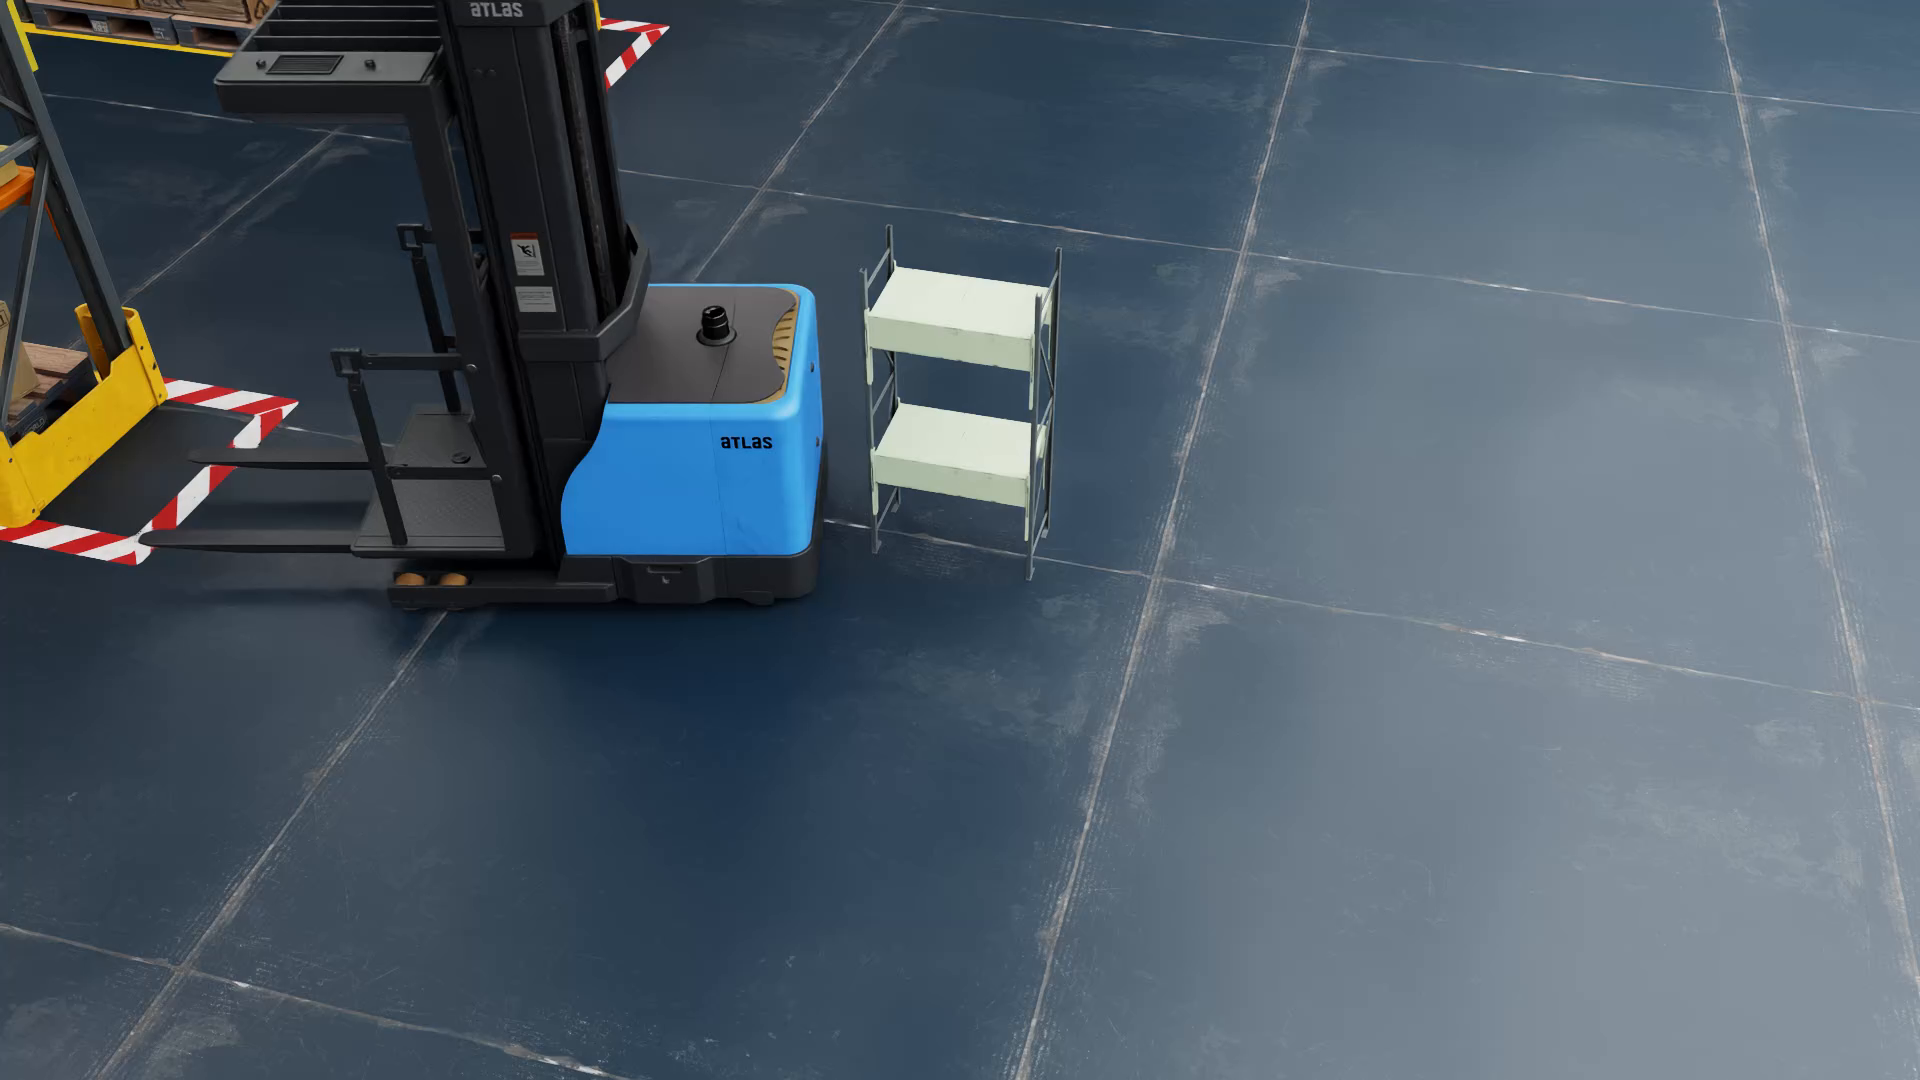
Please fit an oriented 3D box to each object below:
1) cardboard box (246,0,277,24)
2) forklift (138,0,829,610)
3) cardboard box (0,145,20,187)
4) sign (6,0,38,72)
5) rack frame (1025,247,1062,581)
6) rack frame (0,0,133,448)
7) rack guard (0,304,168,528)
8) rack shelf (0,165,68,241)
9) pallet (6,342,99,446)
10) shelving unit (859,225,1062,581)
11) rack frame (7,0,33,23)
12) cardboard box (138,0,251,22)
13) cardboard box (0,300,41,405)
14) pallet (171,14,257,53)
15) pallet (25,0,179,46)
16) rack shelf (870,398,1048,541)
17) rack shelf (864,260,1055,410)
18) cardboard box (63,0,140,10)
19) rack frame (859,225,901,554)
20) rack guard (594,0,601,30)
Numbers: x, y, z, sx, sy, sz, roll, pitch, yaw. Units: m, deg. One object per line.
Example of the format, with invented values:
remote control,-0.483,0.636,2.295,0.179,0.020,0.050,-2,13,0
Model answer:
cardboard box,-4.499,-4.203,11.772,0.875,0.875,0.875,9,41,11
forklift,-2.155,-1.151,6.866,3.031,2.935,1.130,0,40,0
cardboard box,-4.570,-1.674,7.630,0.250,0.149,0.380,10,41,11
sign,-4.216,-2.243,7.440,0.005,0.325,0.100,10,41,11
rack frame,0.360,-0.512,7.218,0.023,1.500,0.400,10,41,11
rack frame,-4.356,-1.574,7.317,0.127,3.000,1.000,10,41,11
rack guard,-4.429,-0.630,8.136,0.348,0.500,1.175,10,41,11
rack shelf,-6.288,-1.631,7.944,4.000,0.370,1.077,10,41,11
pallet,-5.205,-0.676,8.415,1.213,0.211,1.003,10,41,11
shelving unit,0.006,-0.573,7.291,0.755,1.500,0.431,10,41,11
rack frame,-6.840,-5.304,11.757,0.127,3.000,1.000,10,41,11
cardboard box,-5.379,-4.356,11.954,0.875,0.875,0.875,10,41,12
cardboard box,-4.955,-0.892,8.121,0.500,0.500,0.500,17,43,19
pallet,-4.944,-3.859,12.206,1.213,0.211,1.003,10,41,11
pallet,-6.126,-4.061,12.446,1.213,0.211,1.003,10,41,11
rack shelf,0.006,-0.324,7.501,0.720,0.370,0.431,10,41,11
rack shelf,0.006,-0.872,7.040,0.720,0.370,0.431,10,41,11
cardboard box,-6.251,-4.503,12.129,0.875,0.875,0.875,10,41,12
rack frame,-0.347,-0.634,7.363,0.023,1.500,0.400,10,41,11
rack guard,-2.953,-3.678,11.765,0.348,0.500,1.175,10,41,11
